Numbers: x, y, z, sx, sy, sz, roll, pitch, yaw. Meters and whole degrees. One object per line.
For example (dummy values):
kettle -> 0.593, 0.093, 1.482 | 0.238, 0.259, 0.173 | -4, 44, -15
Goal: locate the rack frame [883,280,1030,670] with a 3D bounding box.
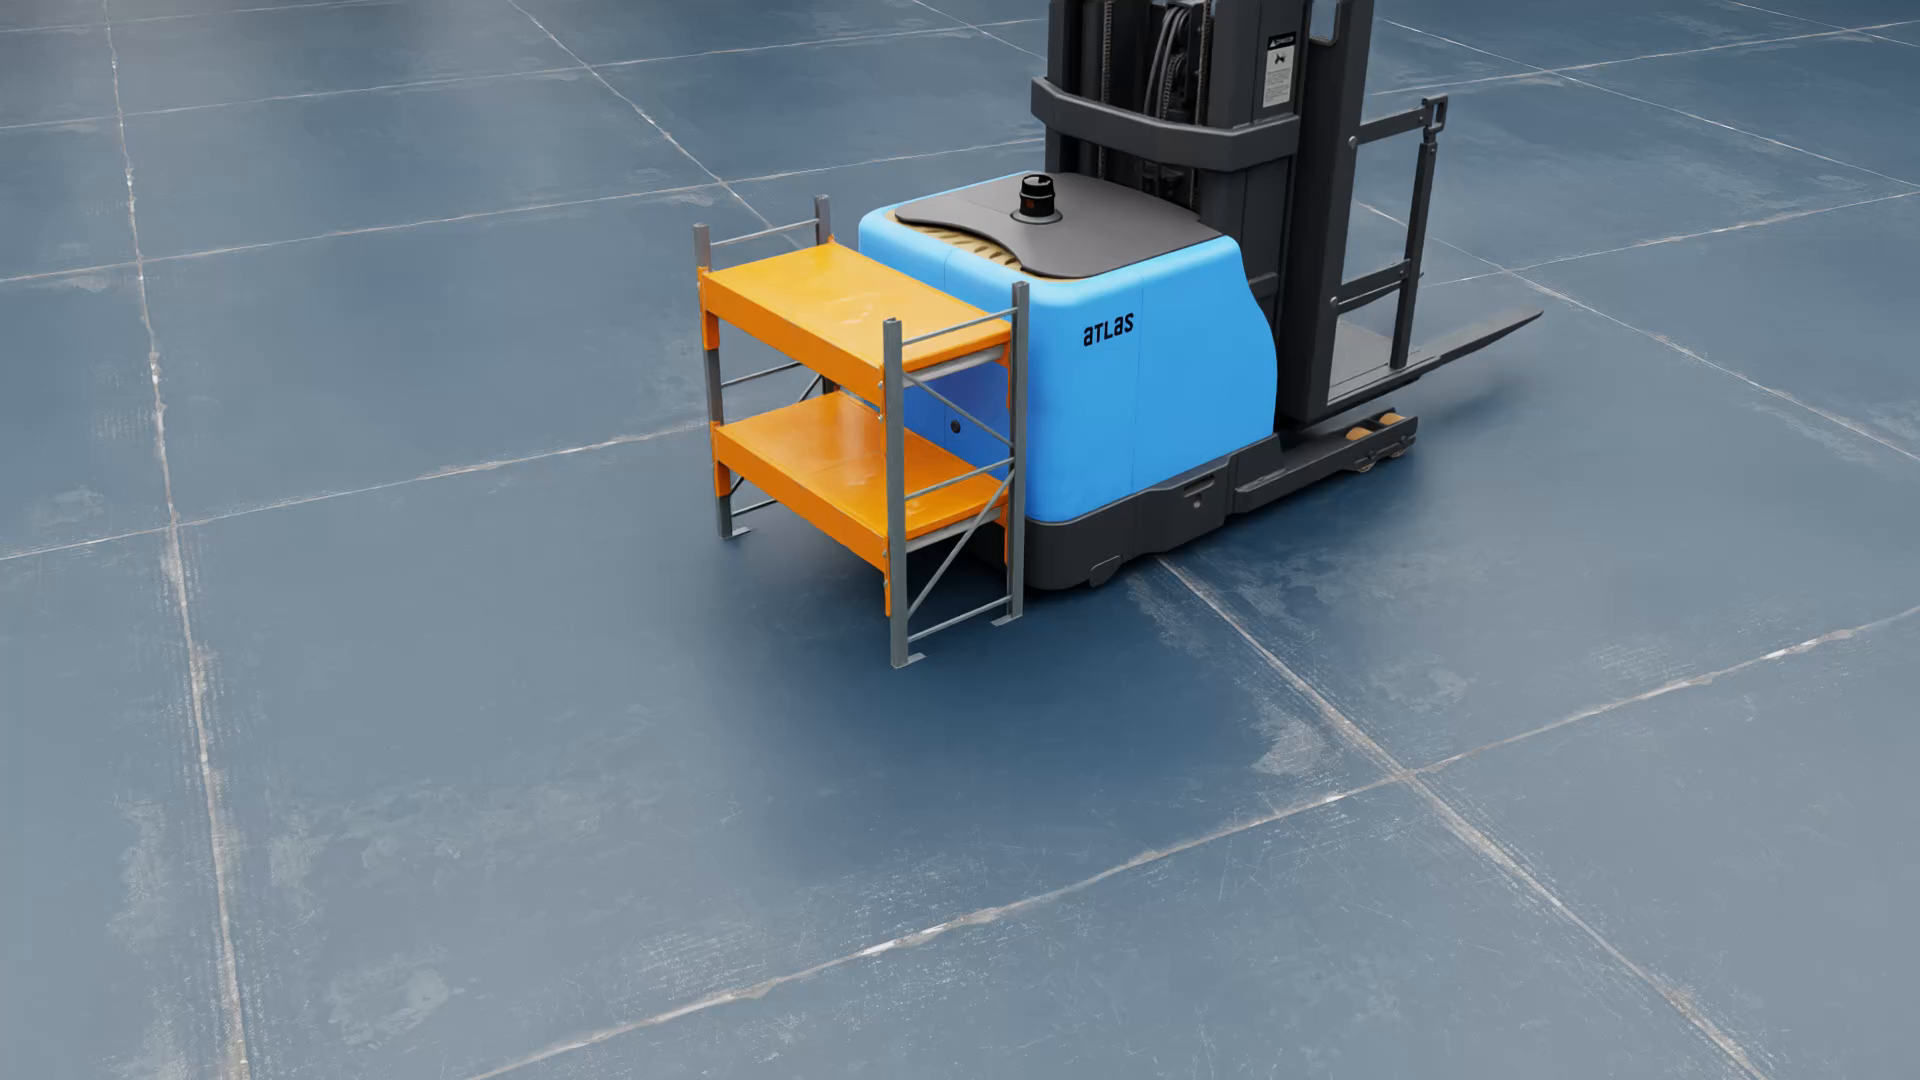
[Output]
rack frame -> -0.005, -0.177, 4.915 | 0.500, 1.125, 0.032 | -21, 36, -33

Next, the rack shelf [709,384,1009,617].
rack shelf -> -0.319, -0.159, 5.383 | 0.538, 0.278, 1.000 | -21, 36, -33

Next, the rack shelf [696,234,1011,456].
rack shelf -> -0.320, -0.627, 5.120 | 0.538, 0.278, 1.000 | -21, 36, -33

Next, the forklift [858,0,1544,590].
forklift -> 1.101, -1.706, 5.796 | 3.031, 2.935, 1.130 | -22, 36, -34

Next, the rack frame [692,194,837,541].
rack frame -> -0.634, -0.567, 5.612 | 0.500, 1.125, 0.032 | -21, 36, -33

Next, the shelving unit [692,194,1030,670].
shelving unit -> -0.319, -0.372, 5.263 | 0.538, 1.125, 1.048 | -21, 36, -33
